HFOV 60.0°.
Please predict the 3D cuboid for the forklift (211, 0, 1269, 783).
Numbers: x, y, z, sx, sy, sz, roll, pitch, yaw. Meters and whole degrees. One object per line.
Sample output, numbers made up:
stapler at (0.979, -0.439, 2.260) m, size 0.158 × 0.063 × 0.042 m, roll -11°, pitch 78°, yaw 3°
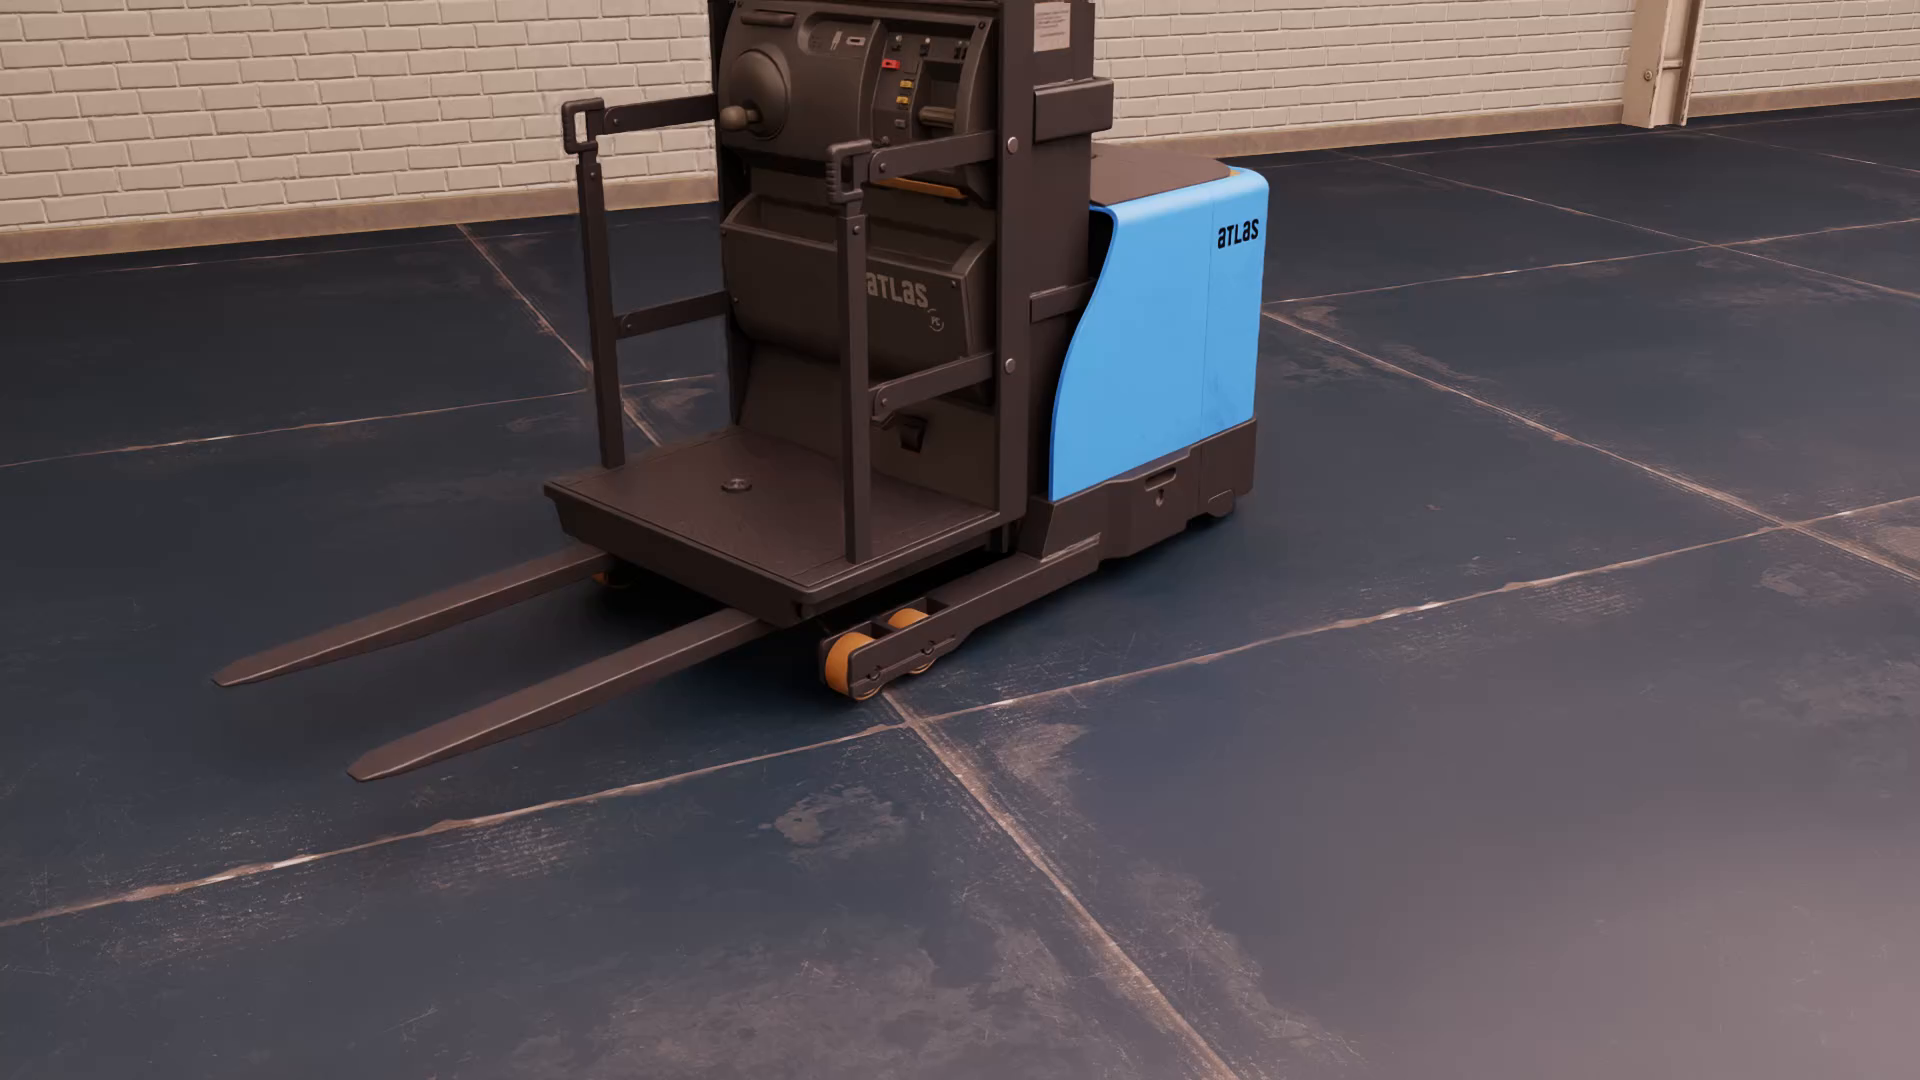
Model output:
forklift at (-0.430, -1.175, 4.115) m, size 1.130 × 2.935 × 3.031 m, roll 19°, pitch 29°, yaw 39°
